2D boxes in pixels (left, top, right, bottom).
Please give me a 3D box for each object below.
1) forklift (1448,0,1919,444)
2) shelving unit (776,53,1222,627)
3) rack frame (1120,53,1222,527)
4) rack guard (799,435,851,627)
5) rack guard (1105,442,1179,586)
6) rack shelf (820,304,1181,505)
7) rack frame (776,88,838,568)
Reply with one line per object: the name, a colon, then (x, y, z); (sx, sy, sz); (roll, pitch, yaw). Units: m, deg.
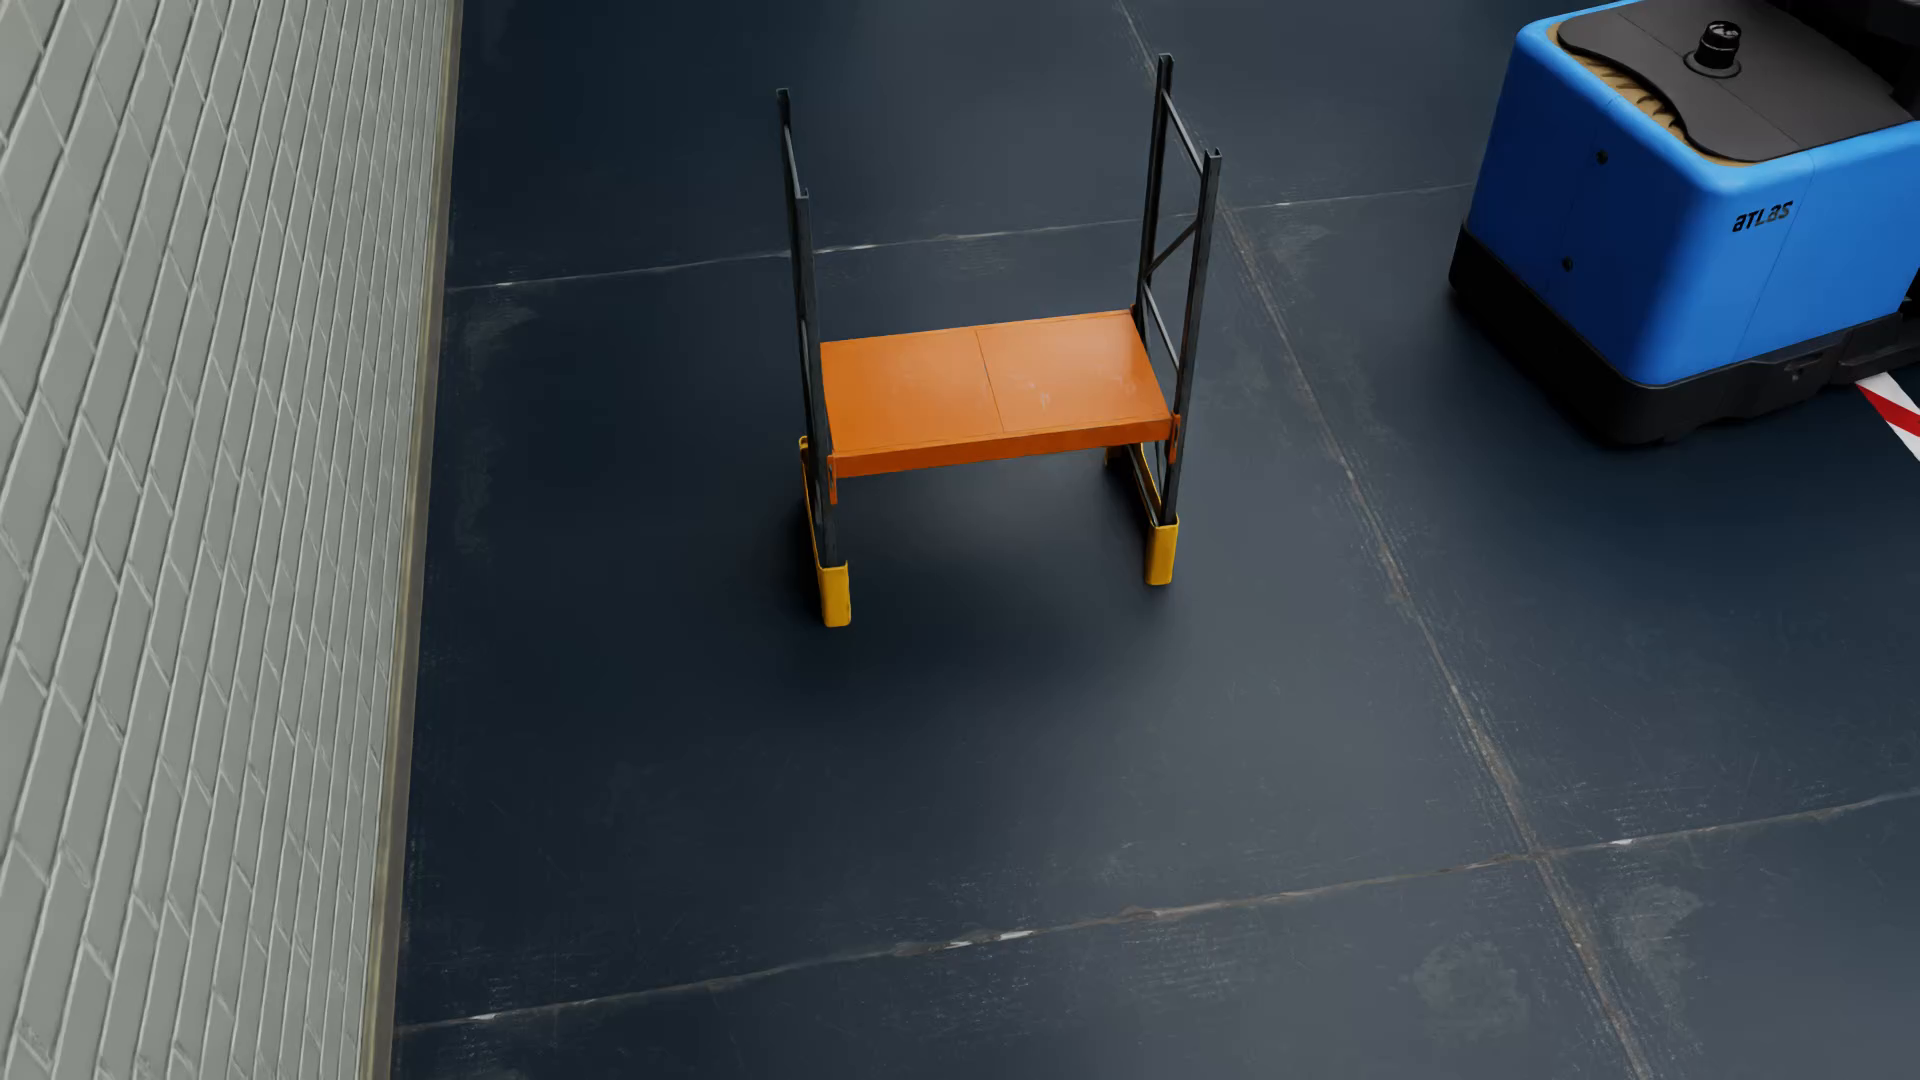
forklift: (3.348, -2.028, 5.168); (3.031, 2.935, 1.130); (-17, 48, -16)
shelving unit: (0.075, -0.530, 4.719); (1.083, 1.500, 0.587); (-7, 46, -7)
rack frame: (0.585, -0.593, 4.780); (0.032, 1.500, 0.500); (-7, 46, -7)
rack guard: (-0.416, -0.035, 5.110); (0.087, 0.250, 0.587); (-7, 46, -7)
rack guard: (0.566, -0.157, 5.228); (0.087, 0.250, 0.587); (-7, 46, -7)
rack shelf: (0.084, -0.406, 4.850); (1.000, 0.185, 0.538); (-7, 46, -7)
rack frame: (-0.417, -0.468, 4.660); (0.032, 1.500, 0.500); (-7, 46, -7)
